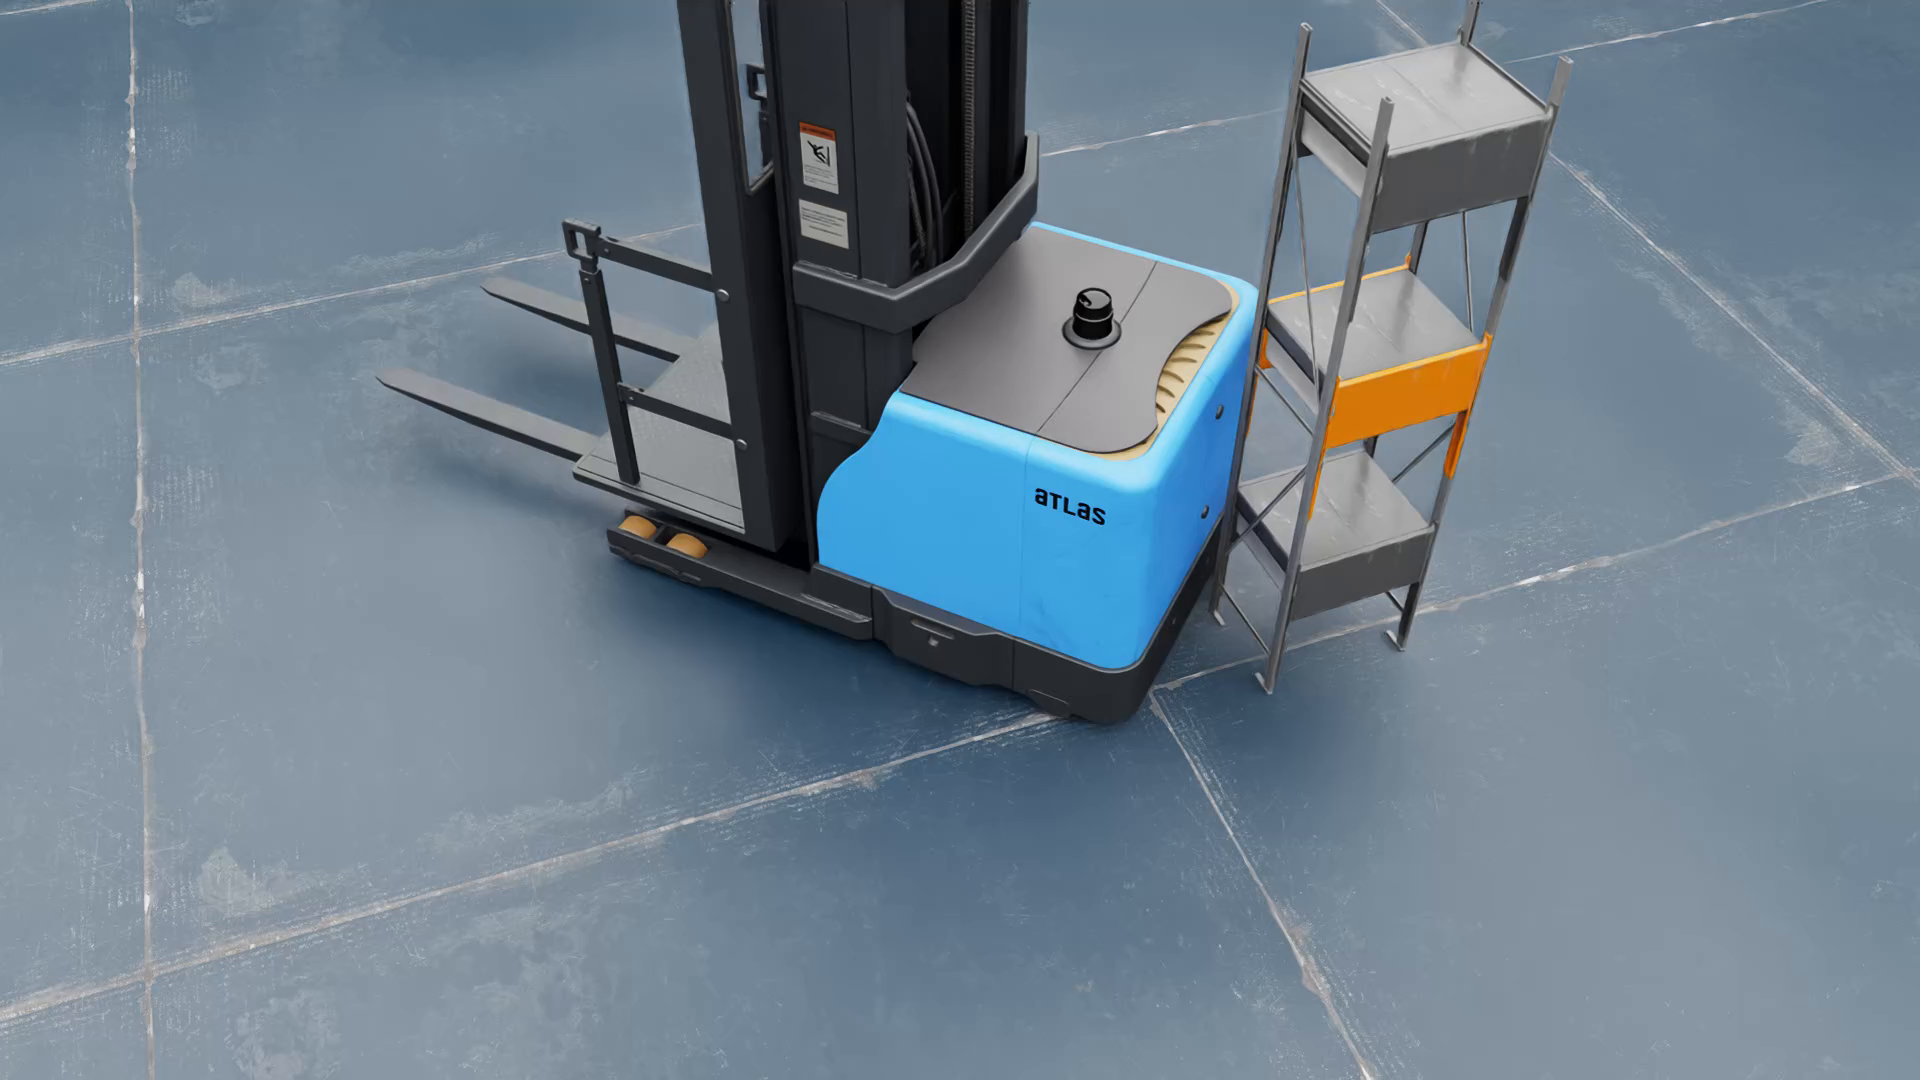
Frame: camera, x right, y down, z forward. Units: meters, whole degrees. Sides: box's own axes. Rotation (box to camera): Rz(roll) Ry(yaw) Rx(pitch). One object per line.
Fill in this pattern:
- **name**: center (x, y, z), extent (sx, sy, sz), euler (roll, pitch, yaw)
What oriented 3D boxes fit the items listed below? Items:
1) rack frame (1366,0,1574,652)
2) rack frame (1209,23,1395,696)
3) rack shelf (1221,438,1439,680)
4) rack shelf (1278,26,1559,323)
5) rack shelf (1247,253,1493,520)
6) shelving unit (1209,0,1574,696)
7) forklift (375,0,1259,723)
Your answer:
- **rack frame**: center (1.360, -0.511, 4.776), extent (0.015, 2.100, 0.400), euler (-16, 47, -15)
- **rack frame**: center (0.907, -0.382, 4.648), extent (0.015, 2.100, 0.400), euler (-16, 47, -15)
- **rack shelf**: center (1.133, 0.057, 5.218), extent (0.480, 0.518, 0.431), euler (-16, 47, -15)
- **rack shelf**: center (1.133, -0.931, 4.226), extent (0.480, 0.518, 0.431), euler (-16, 47, -15)
- **rack shelf**: center (1.133, -0.437, 4.722), extent (0.480, 0.518, 0.431), euler (-16, 47, -15)
- **shelving unit**: center (1.133, -0.446, 4.712), extent (0.503, 2.100, 0.431), euler (-16, 47, -15)
- **forklift**: center (-0.620, -1.207, 4.883), extent (3.031, 2.935, 1.130), euler (19, 48, 18)
